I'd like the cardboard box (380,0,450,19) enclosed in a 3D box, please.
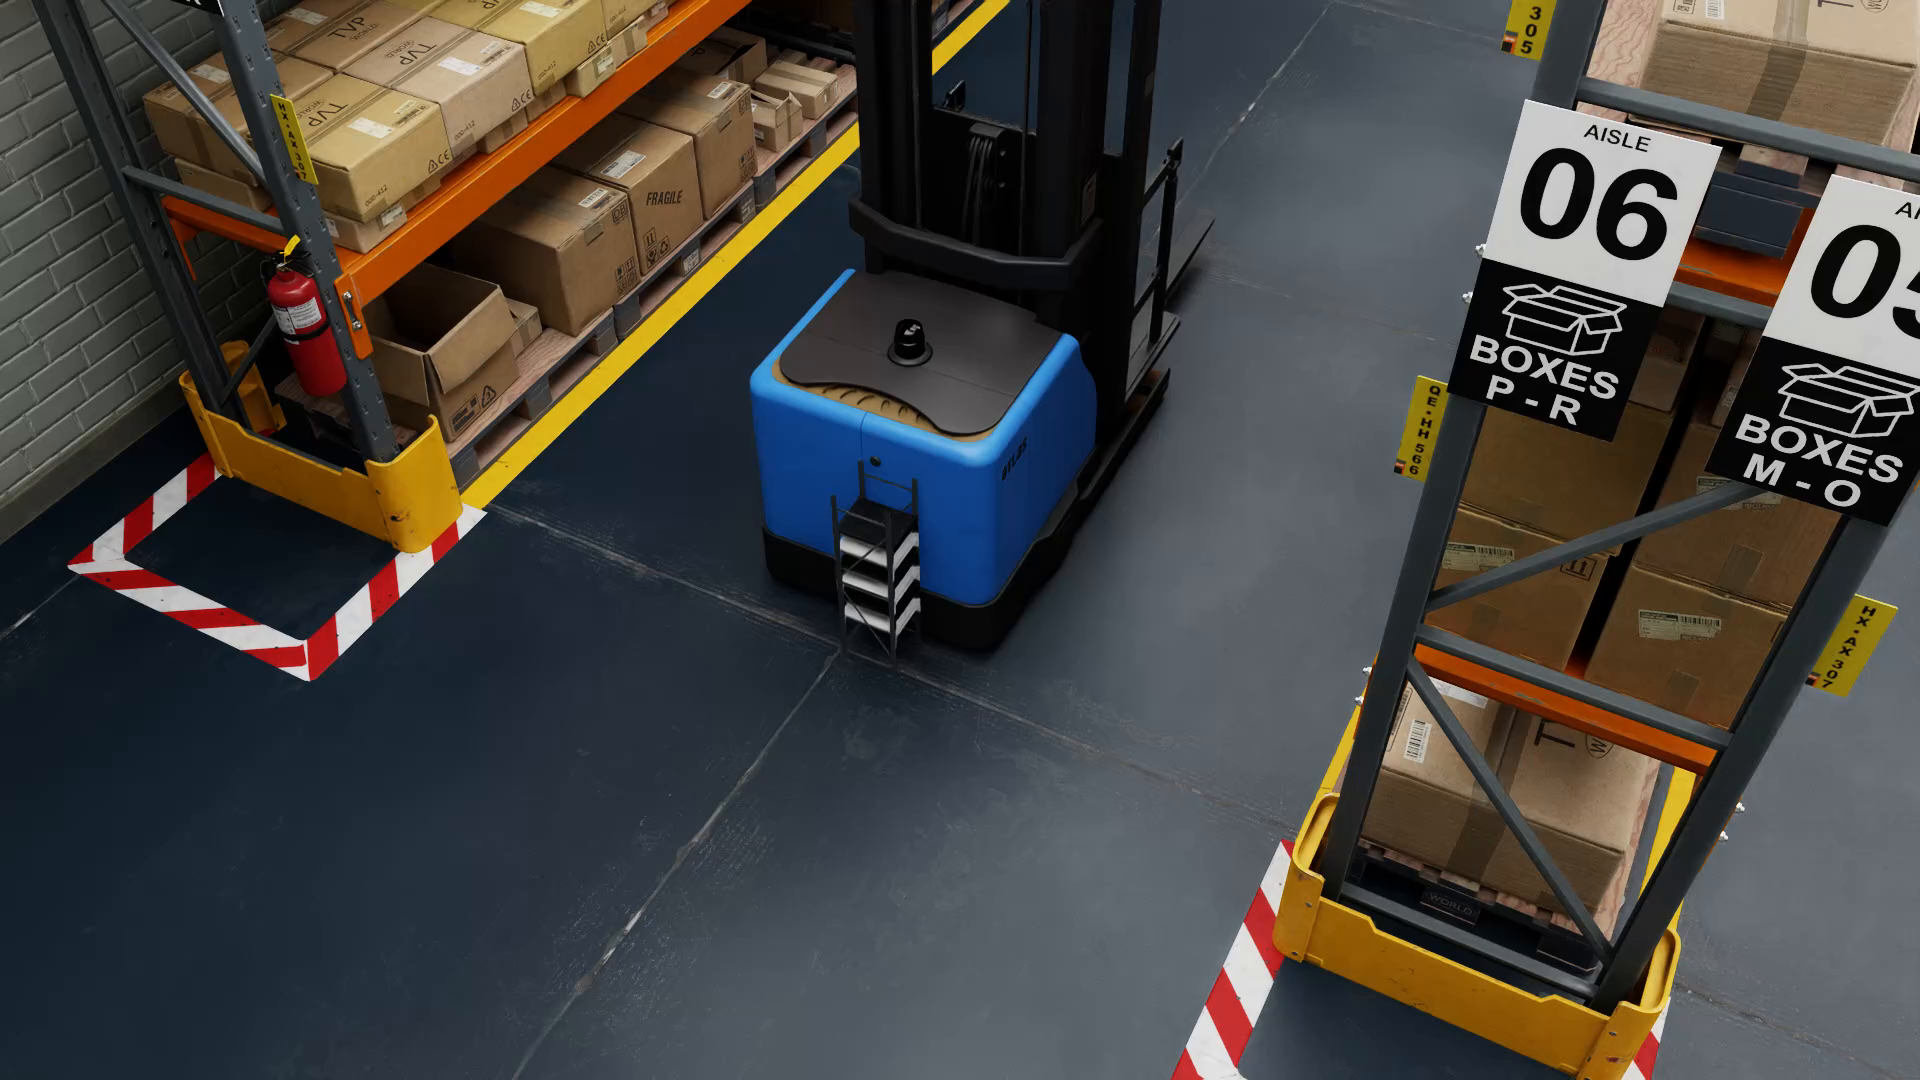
[{"bbox_3d":[-2.294,-2.299,7.089,0.500,0.250,0.500,22,49,20],"label":"cardboard box"}]

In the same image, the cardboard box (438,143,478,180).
[{"bbox_3d":[-2.183,-1.615,6.694,0.380,0.149,0.250,20,49,19],"label":"cardboard box"}]

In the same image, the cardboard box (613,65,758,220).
[{"bbox_3d":[-1.466,-2.037,8.396,0.700,0.500,0.500,19,48,18],"label":"cardboard box"}]

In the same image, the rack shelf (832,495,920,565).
[{"bbox_3d":[-0.308,-0.040,6.104,0.258,0.077,0.200,19,48,18],"label":"rack shelf"}]

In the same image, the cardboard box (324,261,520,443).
[{"bbox_3d":[-2.379,-0.859,7.229,0.797,0.503,0.637,19,48,18],"label":"cardboard box"}]

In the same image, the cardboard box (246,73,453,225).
[{"bbox_3d":[-2.297,-1.483,6.283,0.500,0.250,0.500,21,49,19],"label":"cardboard box"}]

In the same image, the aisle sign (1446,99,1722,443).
[{"bbox_3d":[1.343,-0.569,3.655,0.394,0.787,0.004,20,49,19],"label":"aisle sign"}]

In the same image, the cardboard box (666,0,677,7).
[{"bbox_3d":[-1.473,-2.587,7.654,0.380,0.149,0.250,21,49,20],"label":"cardboard box"}]

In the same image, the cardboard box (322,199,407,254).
[{"bbox_3d":[-2.351,-1.263,6.345,0.380,0.149,0.250,20,49,19],"label":"cardboard box"}]

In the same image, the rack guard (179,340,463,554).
[{"bbox_3d":[-2.711,-0.404,7.077,1.175,0.500,0.348,20,49,19],"label":"rack guard"}]

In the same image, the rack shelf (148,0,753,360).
[{"bbox_3d":[-1.818,-2.241,7.642,1.077,0.370,4.000,20,49,19],"label":"rack shelf"}]

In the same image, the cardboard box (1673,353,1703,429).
[{"bbox_3d":[2.360,-0.521,4.662,0.500,0.500,0.500,19,48,18],"label":"cardboard box"}]

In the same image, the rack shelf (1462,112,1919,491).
[{"bbox_3d":[2.580,-1.659,4.958,1.077,0.370,4.000,20,49,19],"label":"rack shelf"}]

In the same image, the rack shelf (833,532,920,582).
[{"bbox_3d":[-0.308,0.024,6.168,0.258,0.077,0.200,19,48,18],"label":"rack shelf"}]

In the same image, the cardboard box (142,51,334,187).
[{"bbox_3d":[-2.768,-1.664,6.461,0.500,0.250,0.500,22,49,20],"label":"cardboard box"}]

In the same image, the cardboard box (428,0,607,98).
[{"bbox_3d":[-1.831,-2.121,6.914,0.500,0.250,0.500,20,49,18],"label":"cardboard box"}]

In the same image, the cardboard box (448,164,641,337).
[{"bbox_3d":[-1.948,-1.383,7.750,0.700,0.500,0.500,22,49,21],"label":"cardboard box"}]

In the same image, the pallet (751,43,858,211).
[{"bbox_3d":[-1.210,-2.342,9.196,1.003,0.211,1.213,20,49,19],"label":"pallet"}]

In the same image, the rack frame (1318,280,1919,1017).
[{"bbox_3d":[1.651,0.402,4.524,1.000,3.000,0.127,20,49,19],"label":"rack frame"}]

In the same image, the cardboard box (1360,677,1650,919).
[{"bbox_3d":[1.869,0.706,5.729,0.875,0.438,0.875,19,48,18],"label":"cardboard box"}]

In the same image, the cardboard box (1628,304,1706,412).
[{"bbox_3d":[1.641,-0.505,4.190,0.380,0.149,0.250,21,49,20],"label":"cardboard box"}]

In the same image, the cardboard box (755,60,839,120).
[{"bbox_3d":[-0.888,-2.452,9.053,0.380,0.149,0.250,19,48,18],"label":"cardboard box"}]

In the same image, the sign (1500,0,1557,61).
[{"bbox_3d":[1.177,-1.124,3.356,0.100,0.325,0.005,20,49,19],"label":"sign"}]

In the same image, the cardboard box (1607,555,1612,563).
[{"bbox_3d":[1.887,-0.336,5.182,0.500,0.500,0.500,19,48,18],"label":"cardboard box"}]

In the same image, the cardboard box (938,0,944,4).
[{"bbox_3d":[-0.228,-3.592,9.934,0.500,0.500,0.500,20,49,19],"label":"cardboard box"}]

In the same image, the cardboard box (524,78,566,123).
[{"bbox_3d":[-1.893,-1.923,6.998,0.380,0.149,0.250,21,49,20],"label":"cardboard box"}]

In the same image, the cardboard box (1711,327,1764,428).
[{"bbox_3d":[2.061,-0.345,4.032,0.380,0.149,0.250,21,49,20],"label":"cardboard box"}]

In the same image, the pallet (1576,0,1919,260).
[{"bbox_3d":[1.987,-1.092,3.954,1.003,0.211,1.213,20,49,19],"label":"pallet"}]

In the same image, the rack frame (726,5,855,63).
[{"bbox_3d":[-0.890,-3.754,8.631,1.000,3.000,0.127,20,49,19],"label":"rack frame"}]

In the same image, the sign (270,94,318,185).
[{"bbox_3d":[-2.266,-1.360,5.656,0.100,0.325,0.005,20,49,19],"label":"sign"}]

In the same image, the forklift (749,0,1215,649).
[{"bbox_3d":[0.308,-1.658,6.608,1.130,2.935,3.031,19,48,18],"label":"forklift"}]

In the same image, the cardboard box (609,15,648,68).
[{"bbox_3d":[-1.605,-2.230,7.302,0.380,0.149,0.250,22,49,20],"label":"cardboard box"}]

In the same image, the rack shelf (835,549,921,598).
[{"bbox_3d":[-0.308,0.087,6.232,0.258,0.077,0.200,19,48,18],"label":"rack shelf"}]

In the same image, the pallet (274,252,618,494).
[{"bbox_3d":[-2.342,-0.805,7.677,1.003,0.211,1.213,20,49,19],"label":"pallet"}]

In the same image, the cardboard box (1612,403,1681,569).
[{"bbox_3d":[2.339,-0.169,5.017,0.500,0.500,0.500,20,49,19],"label":"cardboard box"}]

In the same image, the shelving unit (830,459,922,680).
[{"bbox_3d":[-0.308,0.127,6.272,0.258,0.900,0.210,19,48,18],"label":"shelving unit"}]

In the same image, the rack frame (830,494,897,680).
[{"bbox_3d":[-0.353,0.192,6.208,0.240,0.900,0.006,19,48,18],"label":"rack frame"}]
